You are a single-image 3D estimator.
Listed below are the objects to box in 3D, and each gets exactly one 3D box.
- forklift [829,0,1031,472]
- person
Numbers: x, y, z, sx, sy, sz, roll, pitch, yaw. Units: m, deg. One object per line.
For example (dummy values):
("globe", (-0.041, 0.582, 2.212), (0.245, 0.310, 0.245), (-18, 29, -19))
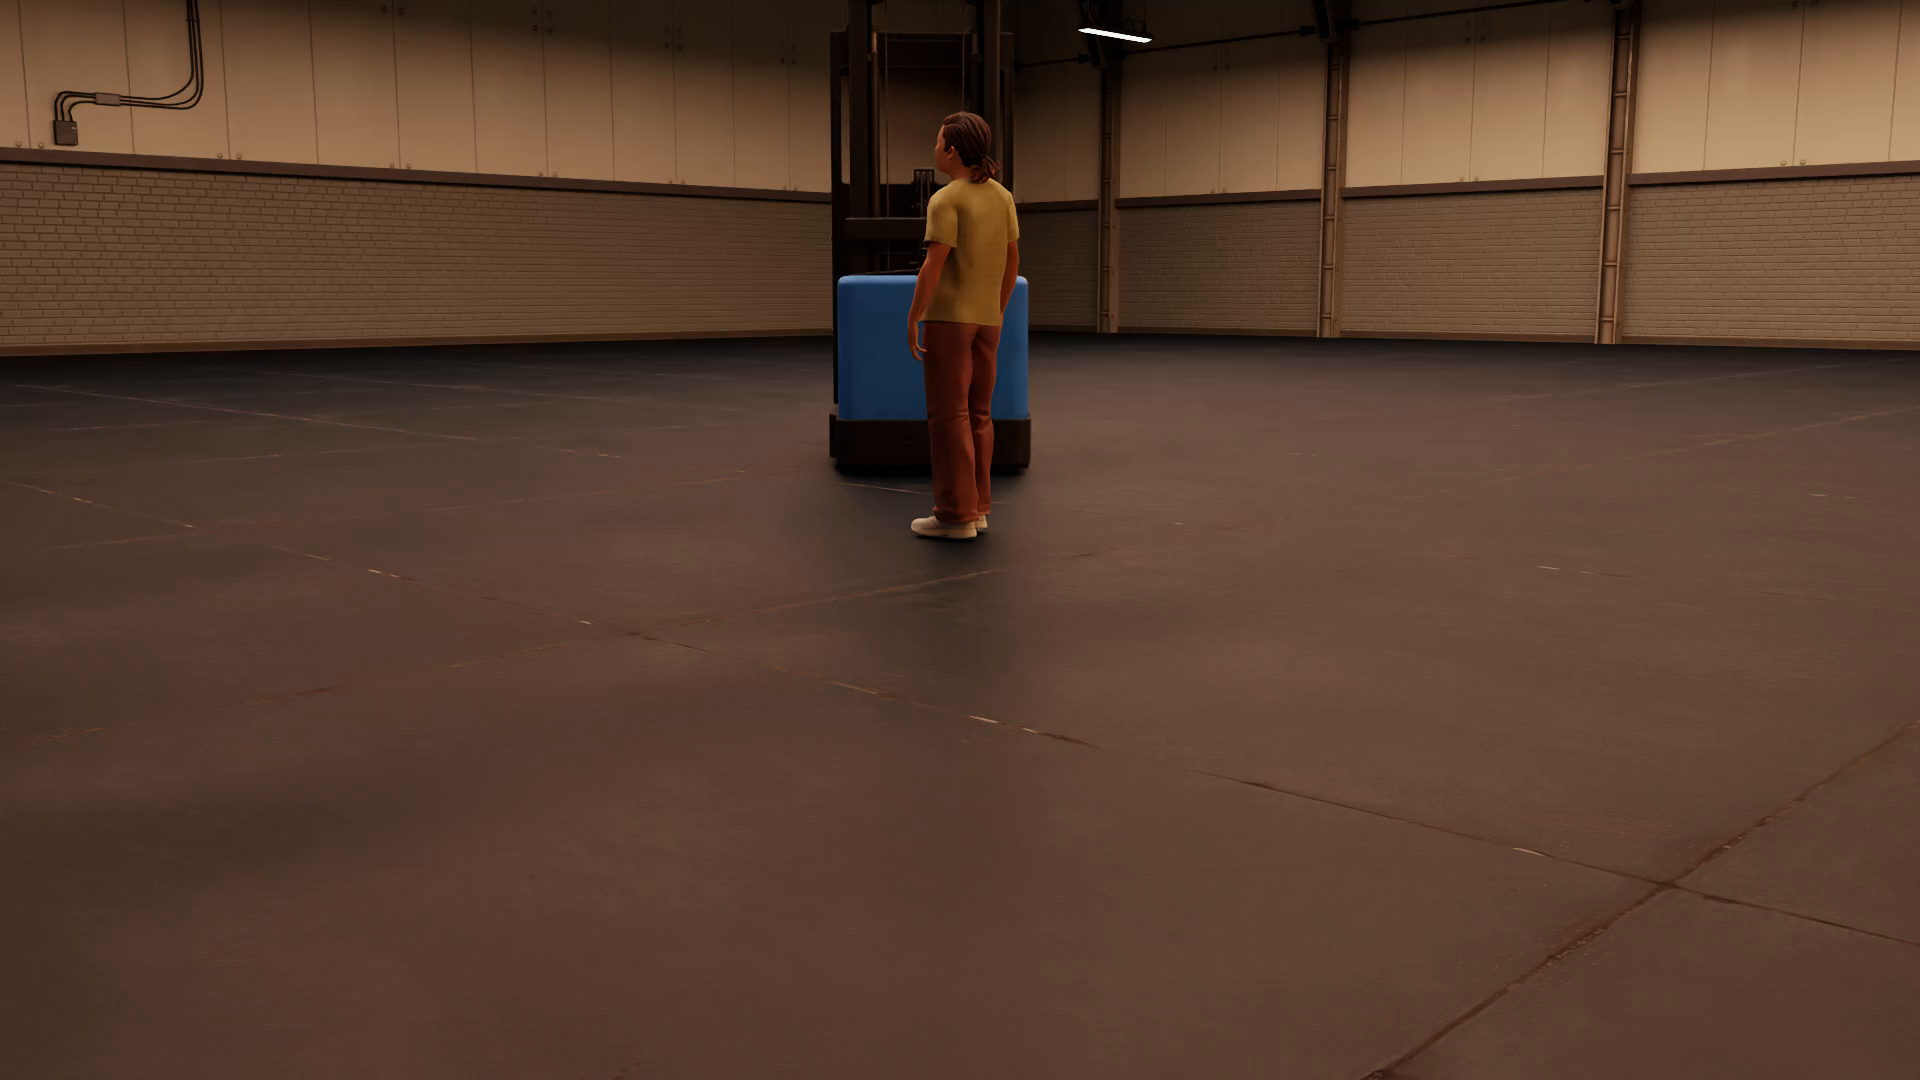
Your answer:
("forklift", (-0.244, -2.005, 10.191), (1.130, 2.935, 3.031), (-1, 9, -4))
("person", (-0.045, -0.844, 6.650), (0.549, 1.675, 0.555), (8, 12, 43))
